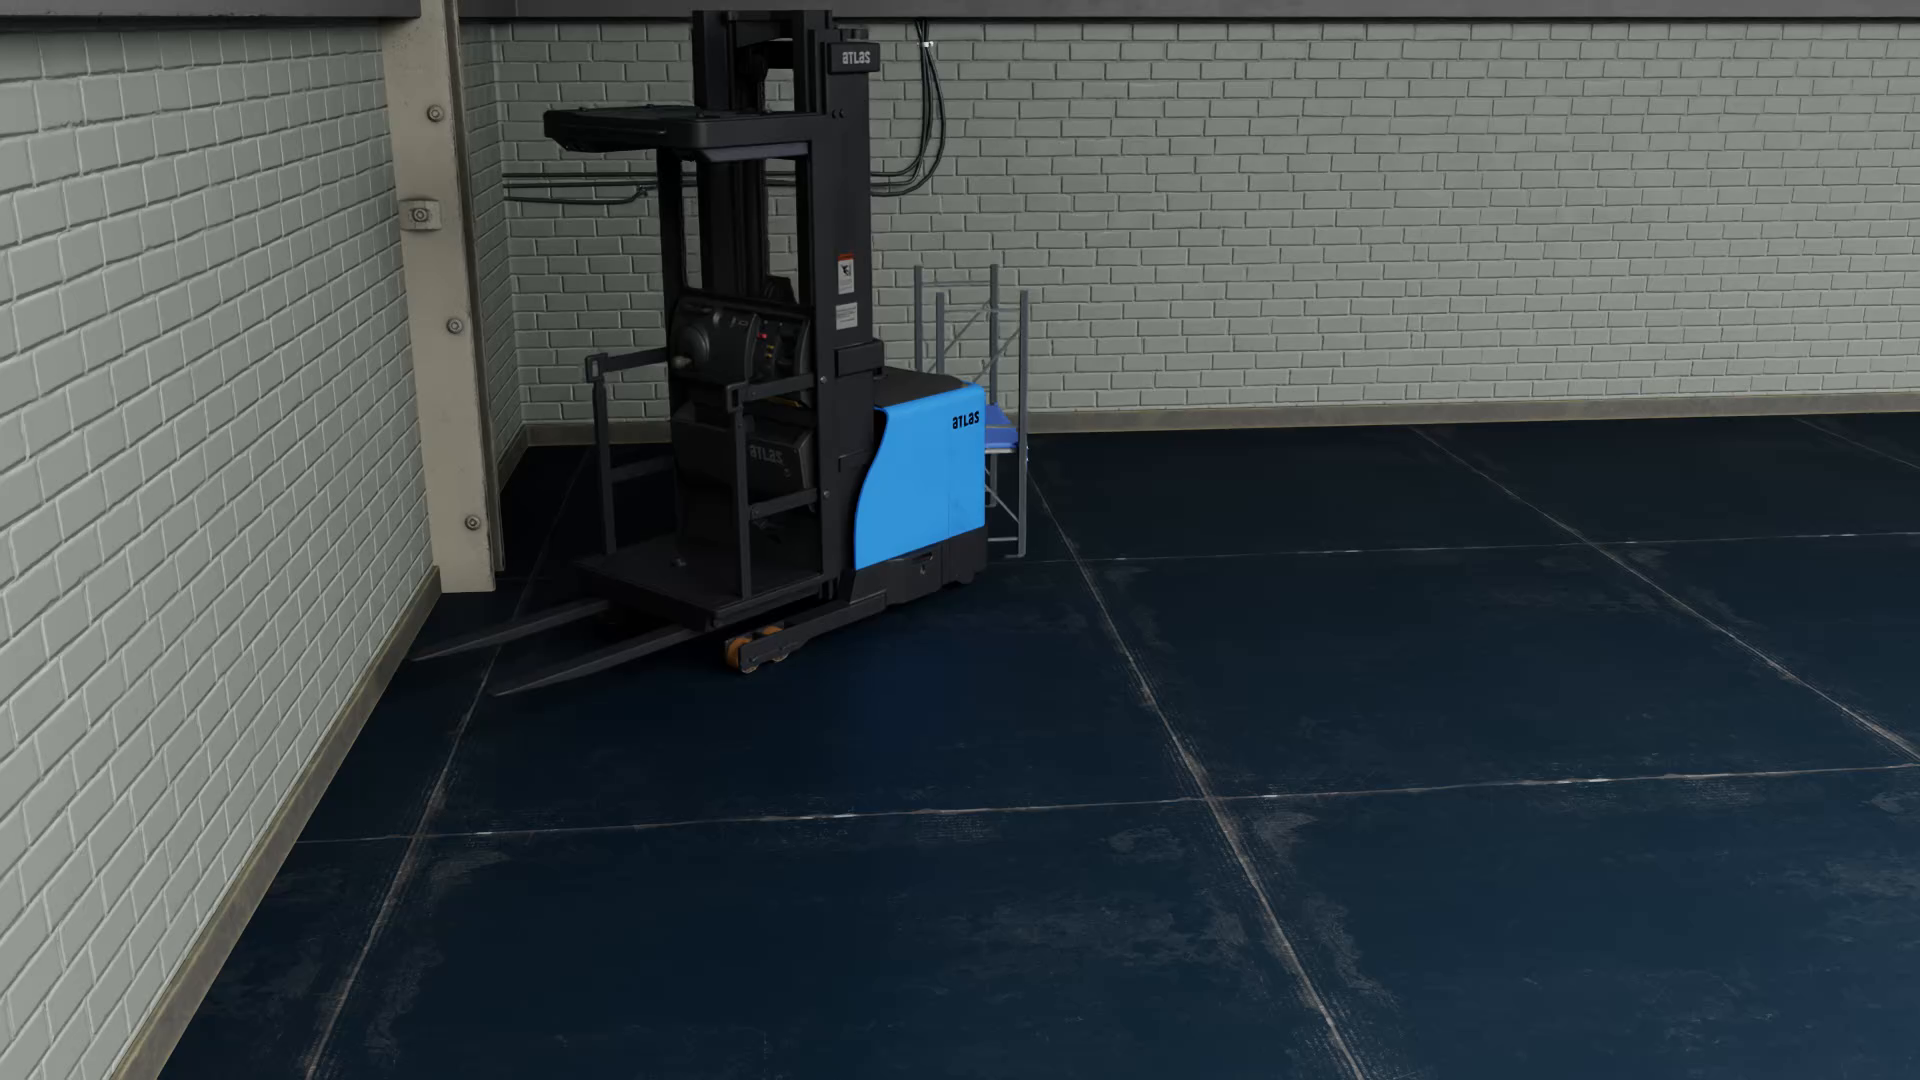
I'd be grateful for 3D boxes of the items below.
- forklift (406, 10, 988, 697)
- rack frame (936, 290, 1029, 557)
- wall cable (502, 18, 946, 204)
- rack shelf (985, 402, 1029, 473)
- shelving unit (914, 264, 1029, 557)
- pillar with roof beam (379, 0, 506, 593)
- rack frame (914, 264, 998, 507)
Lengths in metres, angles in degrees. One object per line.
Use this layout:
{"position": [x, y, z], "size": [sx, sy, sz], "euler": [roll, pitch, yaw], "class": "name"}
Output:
{"position": [-1.193, -0.950, 7.809], "size": [1.130, 2.935, 3.031], "euler": [14, 22, 38], "class": "forklift"}
{"position": [0.119, -0.617, 9.138], "size": [0.500, 1.500, 0.032], "euler": [-2, 18, -8], "class": "rack frame"}
{"position": [-1.631, -3.514, 11.031], "size": [3.097, 2.526, 0.112], "euler": [-2, 18, -6], "class": "wall cable"}
{"position": [0.048, -0.596, 9.672], "size": [0.538, 0.185, 1.000], "euler": [-2, 18, -8], "class": "rack shelf"}
{"position": [0.048, -0.768, 9.618], "size": [0.538, 1.500, 1.048], "euler": [-2, 18, -8], "class": "shelving unit"}
{"position": [1.639, -4.210, 8.064], "size": [9.100, 9.000, 0.400], "euler": [-2, 18, -6], "class": "pillar with roof beam"}
{"position": [-0.023, -0.918, 10.098], "size": [0.500, 1.500, 0.032], "euler": [-2, 18, -8], "class": "rack frame"}
